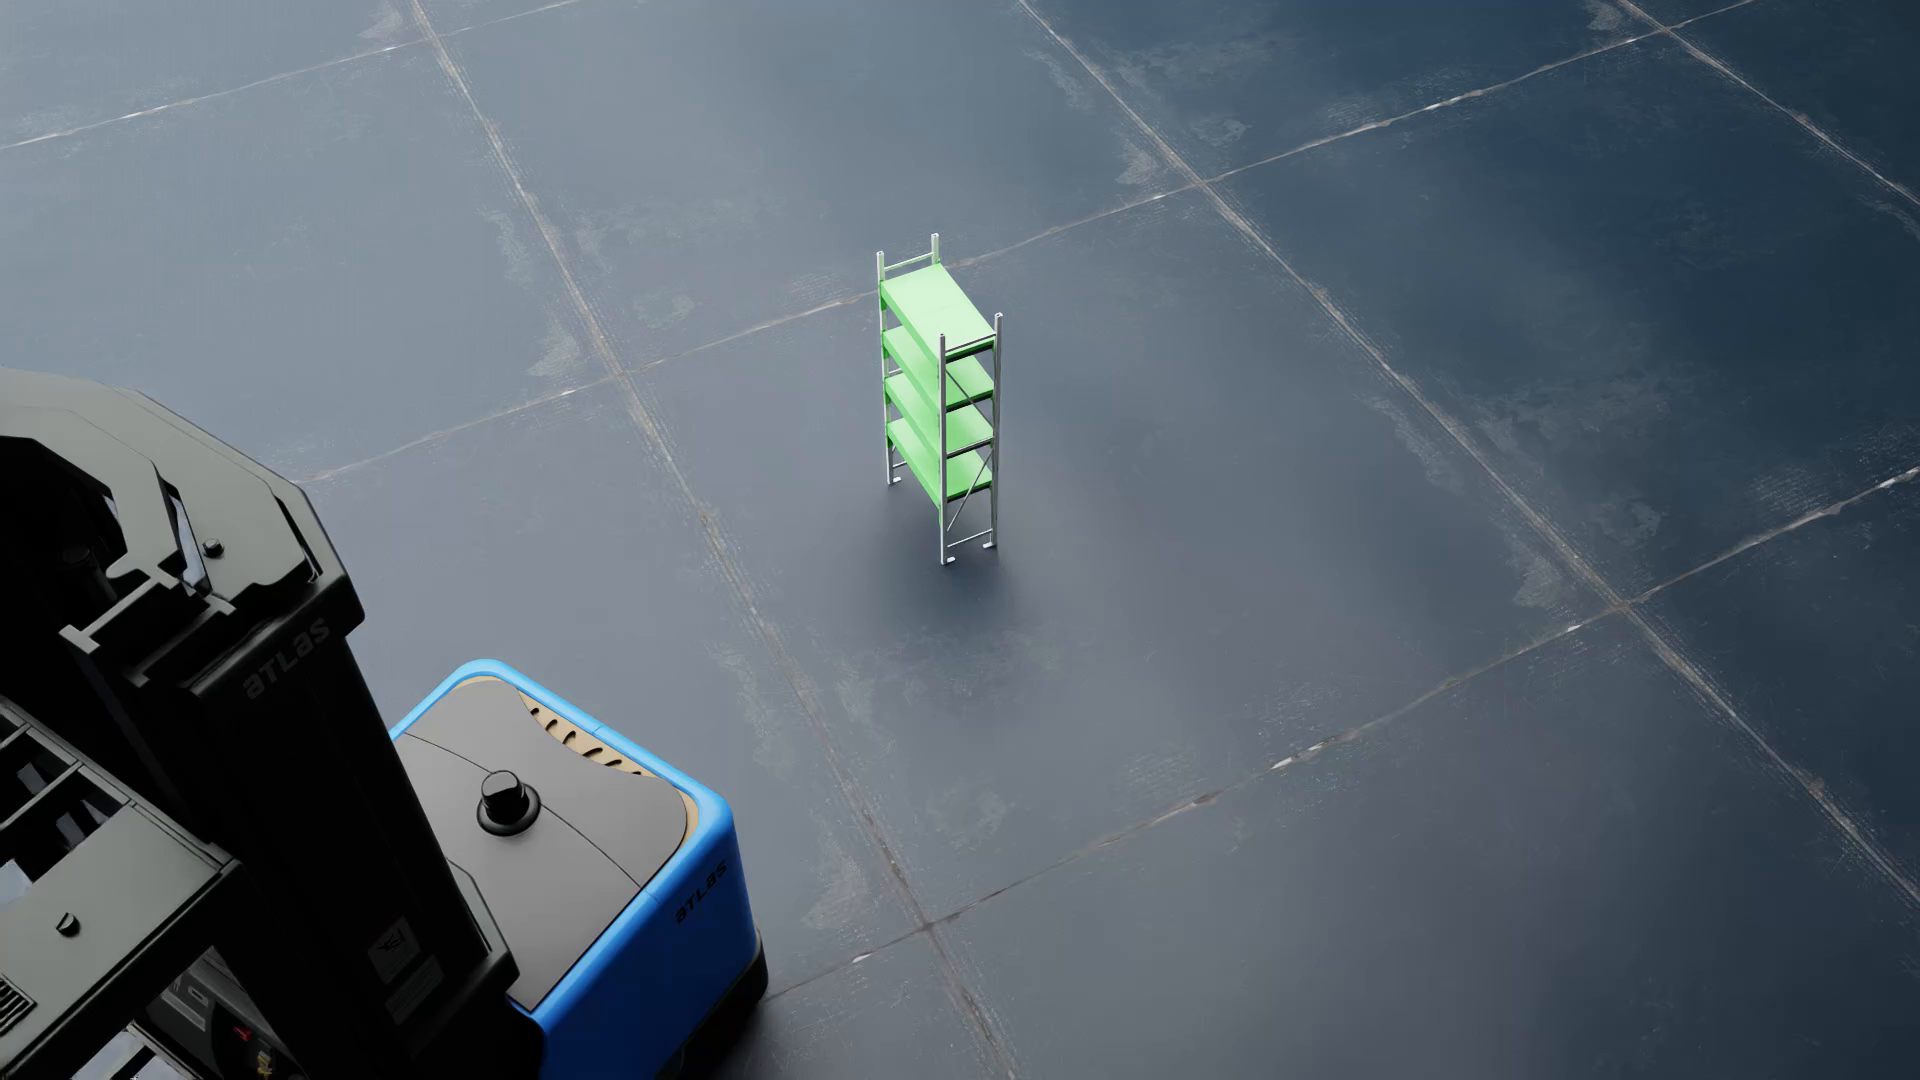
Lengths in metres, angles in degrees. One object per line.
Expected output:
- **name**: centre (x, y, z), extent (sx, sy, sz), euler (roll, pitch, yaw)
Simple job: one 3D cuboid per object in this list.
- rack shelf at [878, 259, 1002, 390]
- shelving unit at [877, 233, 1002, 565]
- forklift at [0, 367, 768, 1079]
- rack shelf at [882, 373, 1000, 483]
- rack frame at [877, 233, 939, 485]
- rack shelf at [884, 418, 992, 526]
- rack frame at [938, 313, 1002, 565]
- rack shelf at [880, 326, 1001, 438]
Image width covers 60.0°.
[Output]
- **rack shelf**: centre (-0.076, -0.780, 5.975), extent (0.258, 0.148, 0.480), euler (-21, 52, -18)
- **shelving unit**: centre (-0.076, -0.506, 6.288), extent (0.258, 1.200, 0.503), euler (-21, 52, -18)
- **forklift**: centre (-1.852, 1.193, 3.652), extent (1.130, 2.935, 3.031), euler (27, 54, 22)
- **rack shelf**: centre (-0.076, -0.464, 6.336), extent (0.258, 0.148, 0.480), euler (-21, 52, -18)
- **rack frame**: centre (-0.187, -0.669, 6.431), extent (0.240, 1.200, 0.015), euler (-21, 52, -18)
- **rack shelf**: centre (-0.076, -0.306, 6.517), extent (0.258, 0.148, 0.480), euler (-21, 52, -18)
- **rack frame**: centre (0.036, -0.342, 6.145), extent (0.240, 1.200, 0.015), euler (-21, 52, -18)
- **rack shelf**: centre (-0.076, -0.622, 6.155), extent (0.258, 0.148, 0.480), euler (-21, 52, -18)
